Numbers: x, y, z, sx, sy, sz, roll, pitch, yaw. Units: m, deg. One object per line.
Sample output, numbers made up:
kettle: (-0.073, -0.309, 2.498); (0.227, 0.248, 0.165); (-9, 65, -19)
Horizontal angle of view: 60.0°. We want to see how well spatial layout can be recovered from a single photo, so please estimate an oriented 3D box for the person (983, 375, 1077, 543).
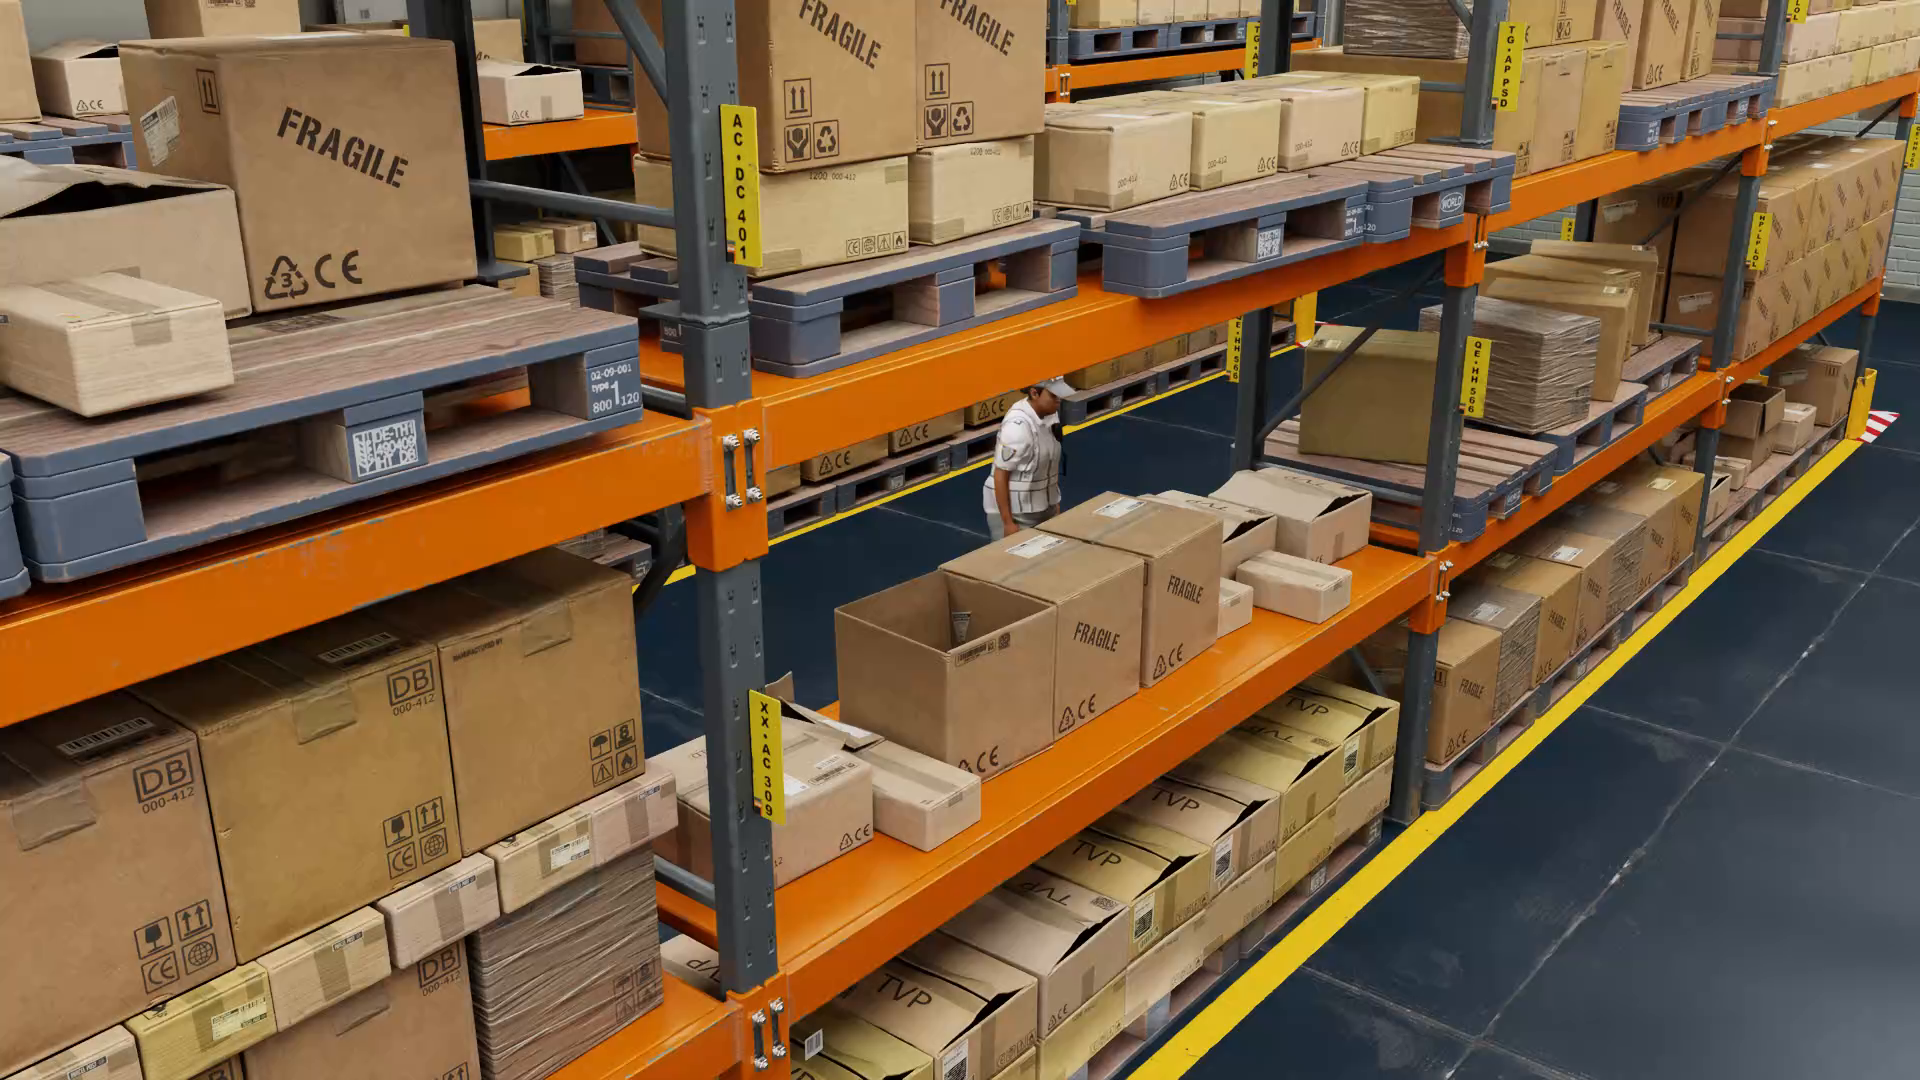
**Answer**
person: (0.377, -0.136, 8.935); (0.469, 1.665, 0.560); (14, 25, 33)
